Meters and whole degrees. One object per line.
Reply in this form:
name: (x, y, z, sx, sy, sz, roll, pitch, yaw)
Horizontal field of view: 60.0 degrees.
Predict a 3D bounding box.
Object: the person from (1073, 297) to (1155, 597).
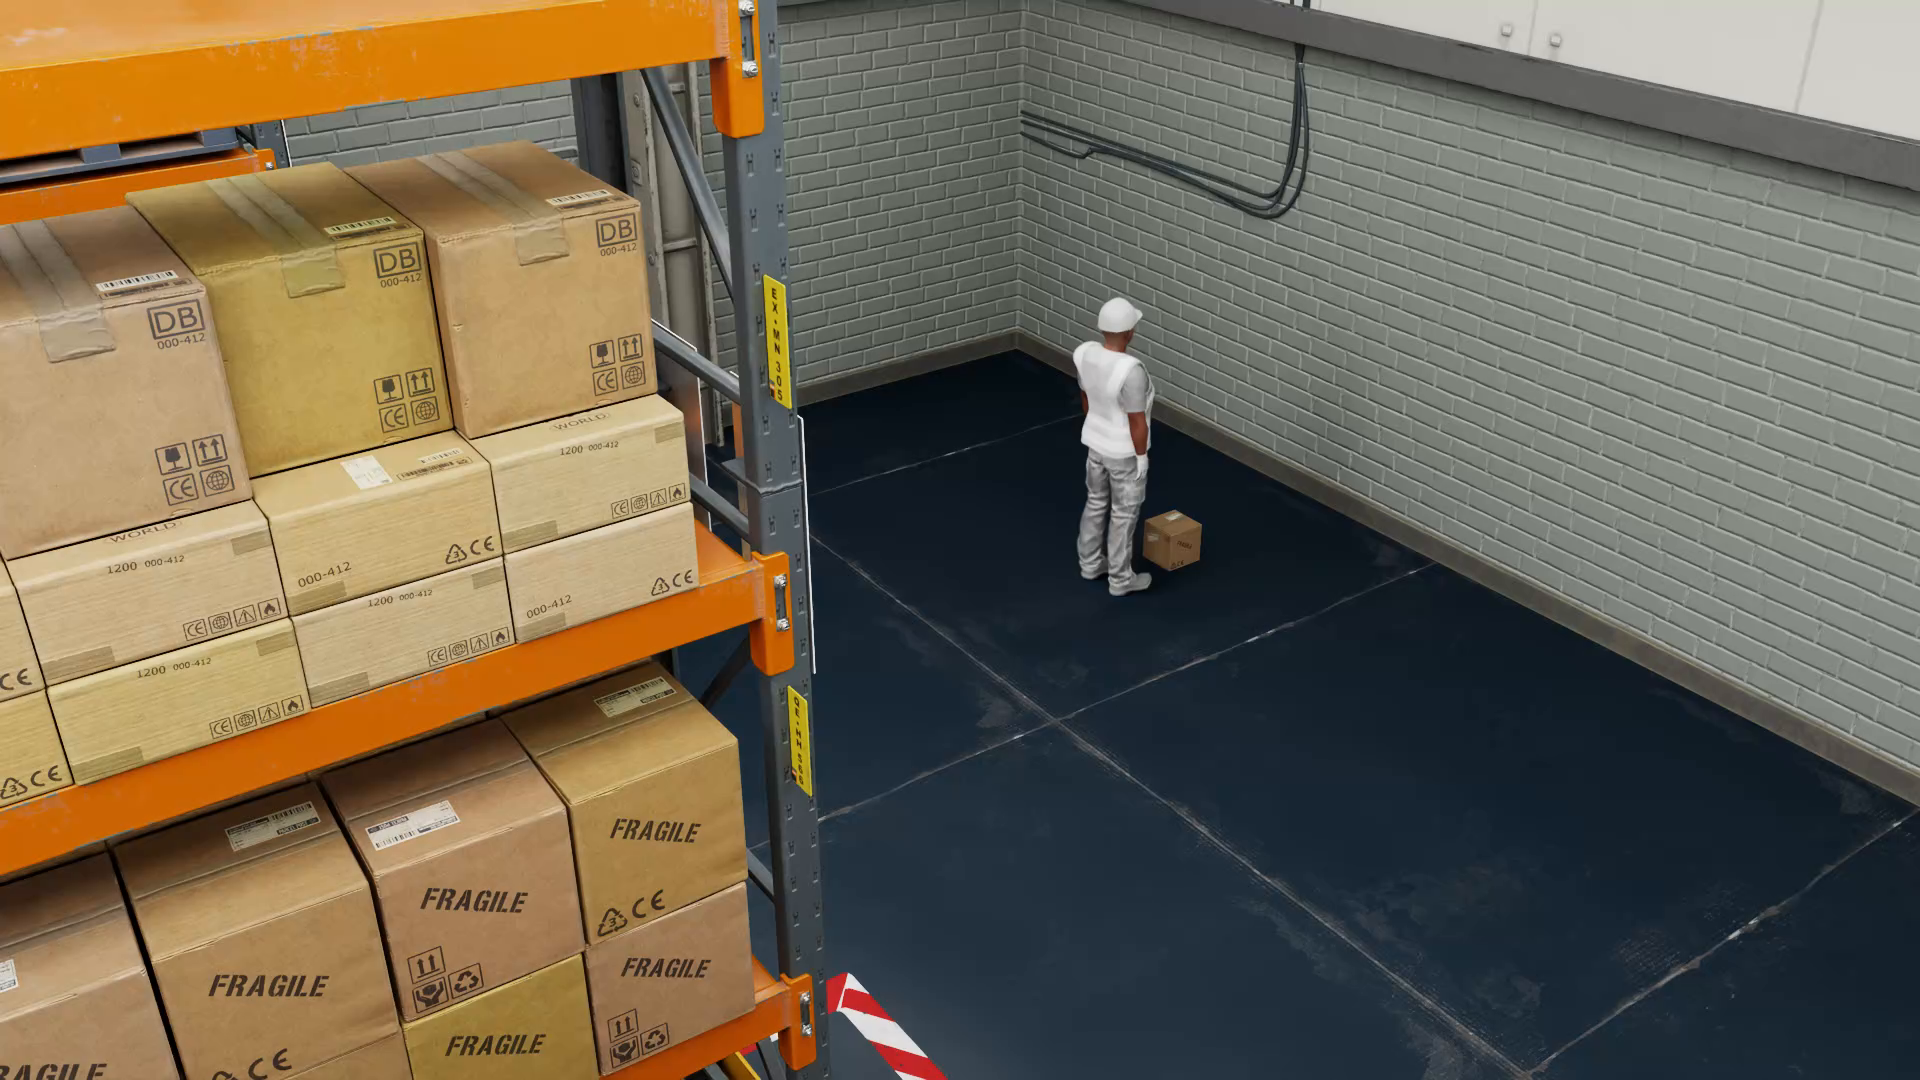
person: (0.905, -0.550, 9.606, 0.380, 1.787, 0.546, -18, 33, -30)
